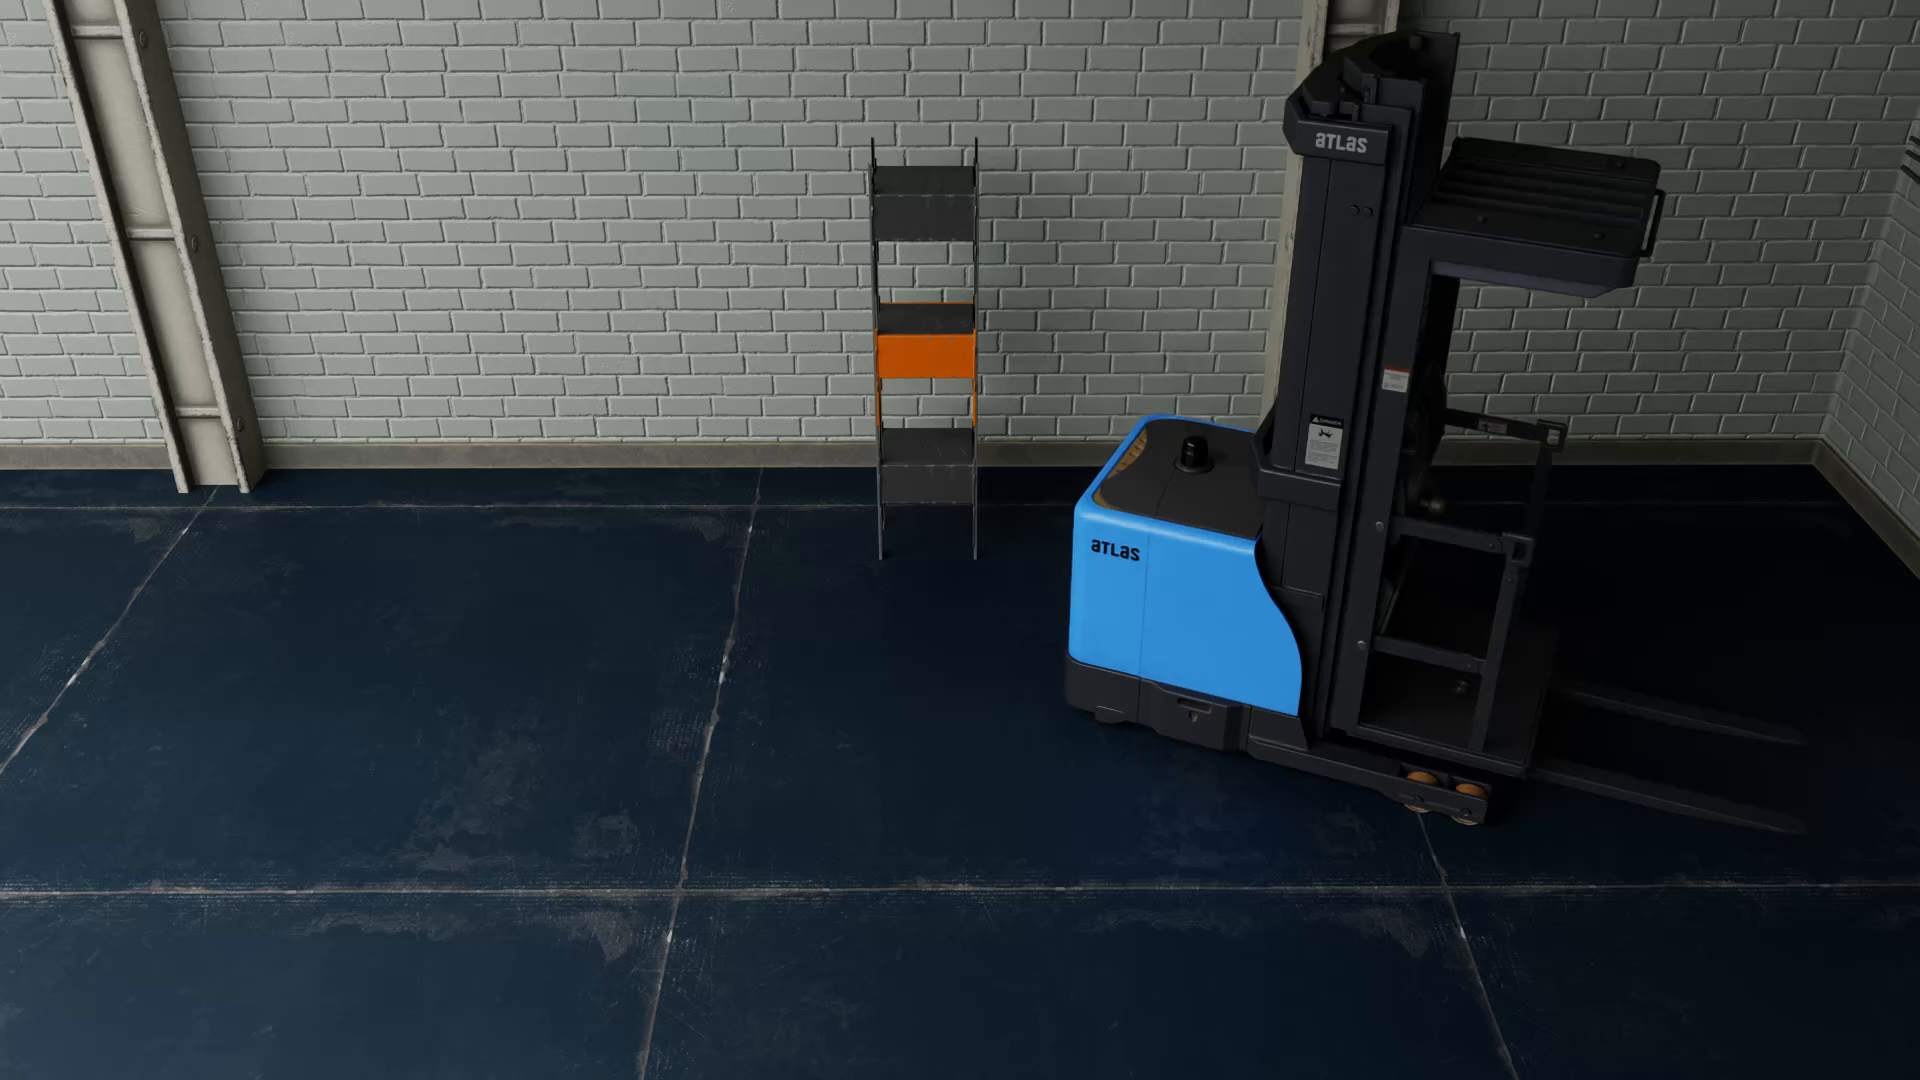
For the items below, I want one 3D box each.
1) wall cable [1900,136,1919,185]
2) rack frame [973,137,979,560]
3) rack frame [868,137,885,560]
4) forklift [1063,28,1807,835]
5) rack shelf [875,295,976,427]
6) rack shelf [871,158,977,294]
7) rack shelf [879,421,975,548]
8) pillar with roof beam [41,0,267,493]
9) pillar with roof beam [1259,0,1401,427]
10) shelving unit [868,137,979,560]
[{"bbox_3d":[4.835,-2.203,6.700,0.112,2.526,3.097,0,31,0],"label":"wall cable"},{"bbox_3d":[0.078,-0.898,8.206,0.015,2.100,0.400,0,31,0],"label":"rack frame"},{"bbox_3d":[-0.410,-0.896,8.203,0.015,2.100,0.400,0,31,0],"label":"rack frame"},{"bbox_3d":[2.028,-0.399,6.582,3.031,2.935,1.130,13,34,20],"label":"forklift"},{"bbox_3d":[-0.166,-0.885,8.212,0.480,0.518,0.431,0,31,0],"label":"rack shelf"},{"bbox_3d":[-0.166,-1.484,7.848,0.480,0.518,0.431,0,31,0],"label":"rack shelf"},{"bbox_3d":[-0.166,-0.287,8.575,0.480,0.518,0.431,0,31,0],"label":"rack shelf"},{"bbox_3d":[-4.093,-1.956,3.298,0.400,9.000,9.100,0,31,0],"label":"pillar with roof beam"},{"bbox_3d":[1.907,-1.974,3.329,0.400,9.000,9.100,0,31,0],"label":"pillar with roof beam"},{"bbox_3d":[-0.166,-0.897,8.204,0.503,2.100,0.431,0,31,0],"label":"shelving unit"}]
